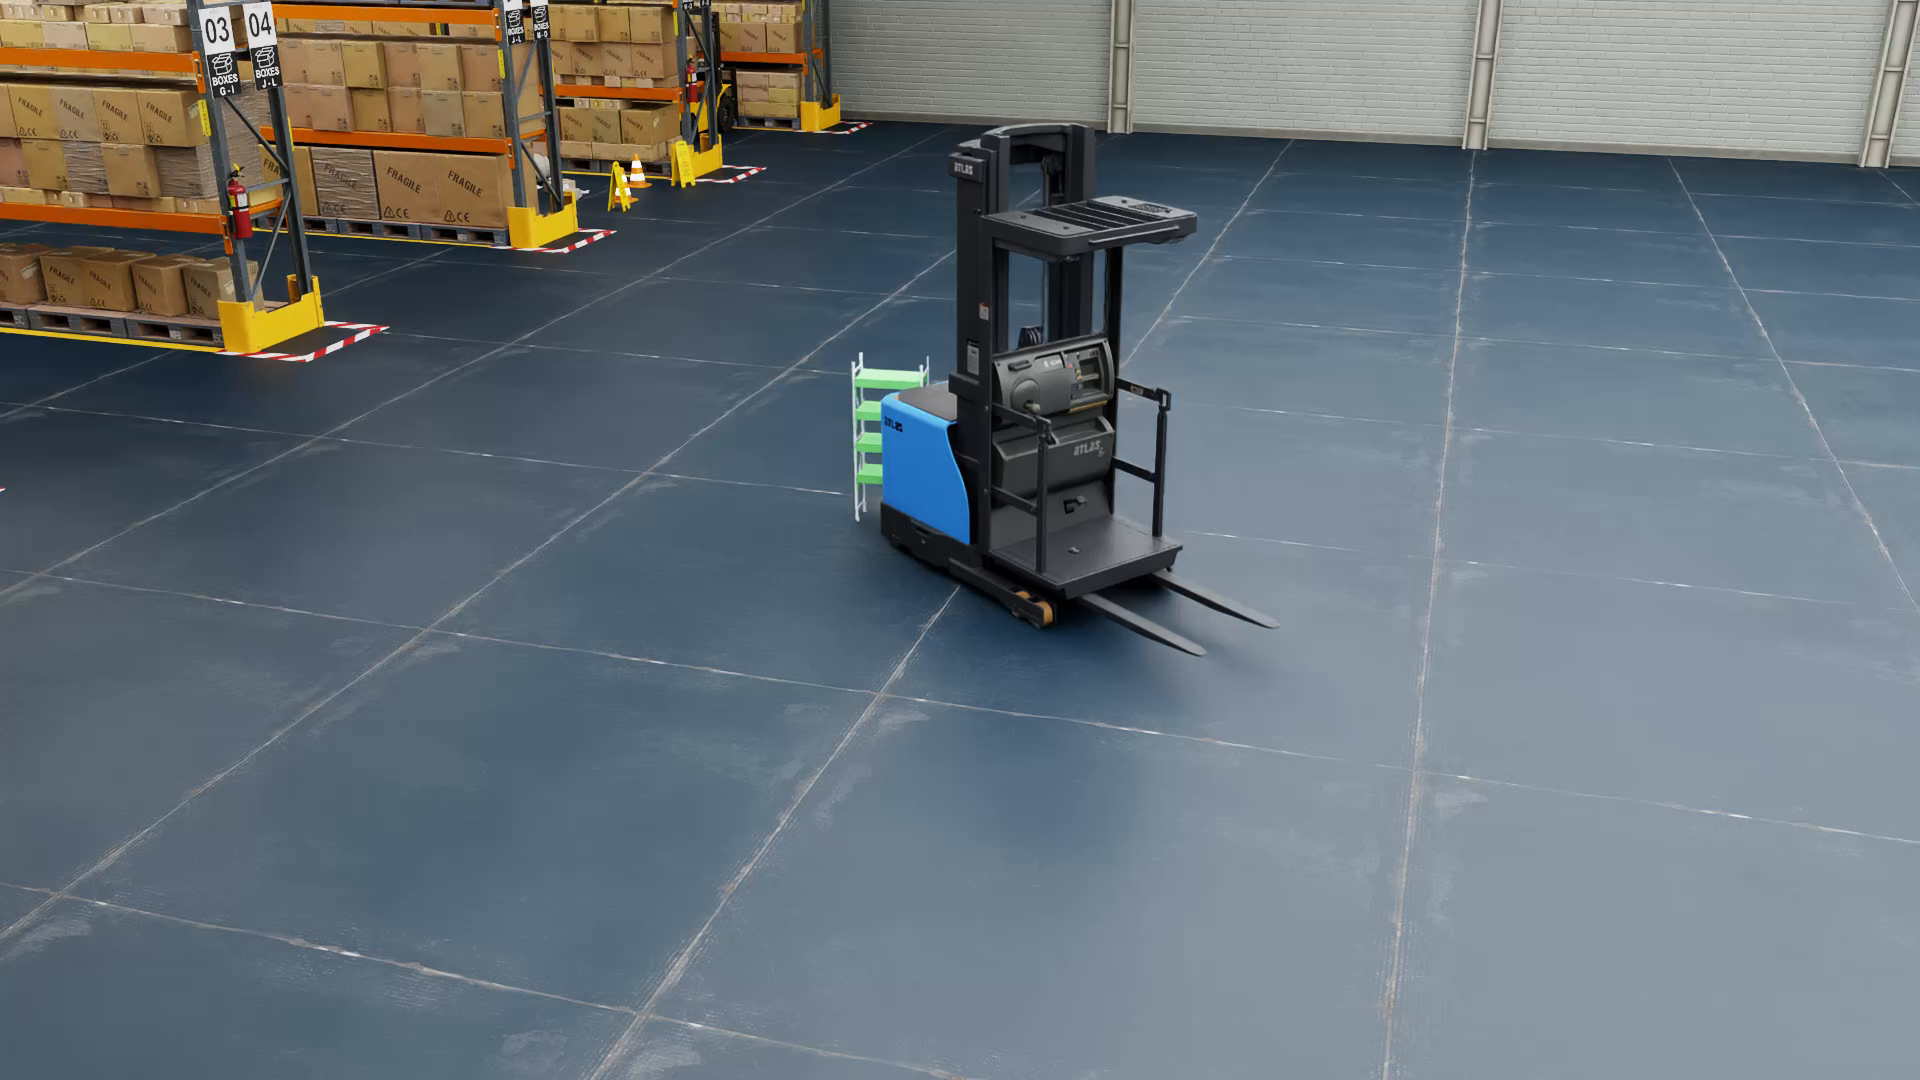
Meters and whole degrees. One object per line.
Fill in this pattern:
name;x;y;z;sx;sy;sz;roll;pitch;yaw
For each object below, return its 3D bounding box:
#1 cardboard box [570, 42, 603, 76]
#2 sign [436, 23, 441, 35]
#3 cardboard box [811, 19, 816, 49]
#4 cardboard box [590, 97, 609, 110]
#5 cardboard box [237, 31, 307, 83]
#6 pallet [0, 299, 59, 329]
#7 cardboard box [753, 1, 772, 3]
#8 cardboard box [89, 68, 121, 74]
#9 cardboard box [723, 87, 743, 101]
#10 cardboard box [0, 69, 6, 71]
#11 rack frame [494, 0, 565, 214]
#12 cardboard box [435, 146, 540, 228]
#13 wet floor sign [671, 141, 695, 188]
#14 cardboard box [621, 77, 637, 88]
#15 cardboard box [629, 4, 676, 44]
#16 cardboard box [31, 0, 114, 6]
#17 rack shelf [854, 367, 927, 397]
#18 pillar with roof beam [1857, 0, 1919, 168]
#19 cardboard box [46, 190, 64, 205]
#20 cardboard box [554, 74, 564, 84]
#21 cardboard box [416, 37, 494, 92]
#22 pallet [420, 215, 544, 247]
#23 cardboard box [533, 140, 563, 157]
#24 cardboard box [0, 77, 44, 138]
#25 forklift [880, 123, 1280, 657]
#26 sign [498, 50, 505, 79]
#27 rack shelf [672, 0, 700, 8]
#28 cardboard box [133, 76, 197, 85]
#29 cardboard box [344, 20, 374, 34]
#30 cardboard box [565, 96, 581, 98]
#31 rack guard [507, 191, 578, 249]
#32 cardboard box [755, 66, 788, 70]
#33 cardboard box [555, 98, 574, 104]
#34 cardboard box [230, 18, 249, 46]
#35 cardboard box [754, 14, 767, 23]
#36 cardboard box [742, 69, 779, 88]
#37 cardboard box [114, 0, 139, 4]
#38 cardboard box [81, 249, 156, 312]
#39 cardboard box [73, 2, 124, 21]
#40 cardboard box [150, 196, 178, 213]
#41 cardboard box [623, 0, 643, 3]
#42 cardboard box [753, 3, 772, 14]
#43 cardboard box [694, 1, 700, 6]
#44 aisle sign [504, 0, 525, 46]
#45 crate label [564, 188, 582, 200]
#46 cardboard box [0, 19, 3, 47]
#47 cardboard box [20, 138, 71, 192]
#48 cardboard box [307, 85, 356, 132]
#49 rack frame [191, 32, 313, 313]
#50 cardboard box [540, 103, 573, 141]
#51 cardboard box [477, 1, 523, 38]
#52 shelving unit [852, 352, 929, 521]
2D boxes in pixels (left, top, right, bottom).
cardboard box;-5.506;-7.278;25.036;0.500;0.500;0.500;6;23;15
sign;-7.937;-7.794;25.293;0.005;0.325;0.100;7;23;16
cardboard box;-2.914;-9.027;29.693;0.500;0.500;0.500;7;23;17
cardboard box;-5.403;-6.629;25.205;0.250;0.149;0.380;7;23;16
cardboard box;-8.770;-6.167;21.231;0.550;0.550;0.875;7;23;16
pallet;-9.989;-2.509;17.608;1.213;0.211;1.003;7;23;16
cardboard box;-3.510;-9.522;29.651;0.250;0.149;0.380;7;23;16
cardboard box;-11.050;-6.379;21.920;0.500;0.500;0.700;6;23;15
cardboard box;-4.054;-8.027;29.797;0.500;0.250;0.500;6;23;14
cardboard box;-10.132;-4.557;17.086;0.500;0.500;0.500;7;23;16
rack frame;-5.283;-5.212;20.525;0.127;3.000;1.000;7;23;16
cardboard box;-5.952;-4.474;20.971;0.875;0.875;0.875;7;23;16
wet floor sign;-4.077;-5.523;24.384;0.232;0.644;0.267;16;27;34
cardboard box;-4.884;-6.892;24.951;0.250;0.149;0.380;6;23;15
cardboard box;-4.502;-7.645;24.614;0.500;0.500;0.700;6;23;14
cardboard box;-8.370;-5.302;15.609;0.500;0.500;0.500;7;23;16
rack shelf;-0.489;-1.106;11.790;0.480;0.148;0.258;4;23;10
pillar with roof beam;13.063;-8.468;20.556;0.400;9.000;9.100;7;23;16
cardboard box;-8.831;-3.440;16.536;0.250;0.149;0.380;7;23;16
cardboard box;-6.100;-7.032;25.292;0.250;0.149;0.380;6;23;15
cardboard box;-6.181;-5.863;20.490;0.550;0.550;0.875;7;23;16
pallet;-6.072;-3.981;21.198;1.213;0.211;1.003;7;23;15
cardboard box;-6.270;-6.108;25.778;0.500;0.250;0.500;6;23;15
cardboard box;-9.327;-4.255;16.350;0.500;0.500;0.500;7;23;16
forklift;0.734;-1.017;10.387;1.130;2.935;3.031;-16;27;-34
sign;-5.453;-5.662;19.783;0.005;0.325;0.100;7;23;16
rack shelf;-5.865;-8.296;25.038;4.000;0.370;1.077;7;23;16
cardboard box;-7.737;-4.285;16.421;0.500;0.500;0.500;7;23;16
cardboard box;-9.256;-7.919;26.045;0.500;0.500;0.500;7;23;17
cardboard box;-6.852;-8.413;30.903;0.625;0.625;0.875;8;24;18
rack guard;-5.260;-4.053;20.993;0.348;0.500;1.175;7;23;16
cardboard box;-3.405;-8.385;30.013;0.500;0.250;0.500;7;23;16
cardboard box;-6.160;-6.652;26.115;0.500;0.500;0.500;8;24;18
cardboard box;-7.199;-4.886;15.975;0.500;0.250;0.500;7;23;17
cardboard box;-3.417;-9.176;29.202;0.250;0.149;0.380;7;23;17
cardboard box;-3.542;-8.202;29.564;0.500;0.250;0.500;7;23;16
cardboard box;-7.979;-5.169;16.138;0.250;0.149;0.380;6;23;15
cardboard box;-8.582;-2.662;17.048;0.500;0.500;0.500;9;24;20
cardboard box;-8.126;-4.994;15.712;0.250;0.149;0.380;7;23;16
cardboard box;-7.639;-3.298;16.188;0.250;0.149;0.380;7;23;16
cardboard box;-5.848;-9.616;29.882;0.250;0.149;0.380;7;23;16
cardboard box;-3.427;-9.307;29.129;0.250;0.149;0.380;7;23;17
cardboard box;-4.630;-9.472;29.531;0.250;0.149;0.380;7;23;16
aisle sign;-5.302;-6.298;19.747;0.004;0.787;0.394;7;23;16
crate label;-5.500;-4.899;23.533;0.298;0.136;0.250;-5;23;-12
cardboard box;-9.305;-4.921;16.060;0.500;0.250;0.500;6;23;13
cardboard box;-8.786;-3.816;16.597;0.500;0.500;0.875;7;23;16
cardboard box;-7.740;-5.530;21.102;0.550;0.550;0.875;7;23;16
rack frame;-6.813;-3.421;16.158;0.127;3.000;1.000;7;23;16
cardboard box;-6.281;-6.455;25.635;0.500;0.500;0.500;8;24;18
cardboard box;-6.939;-7.916;25.274;0.500;0.500;0.700;7;23;16
shelving unit;-0.489;-0.721;11.948;0.503;1.200;0.258;4;23;10
